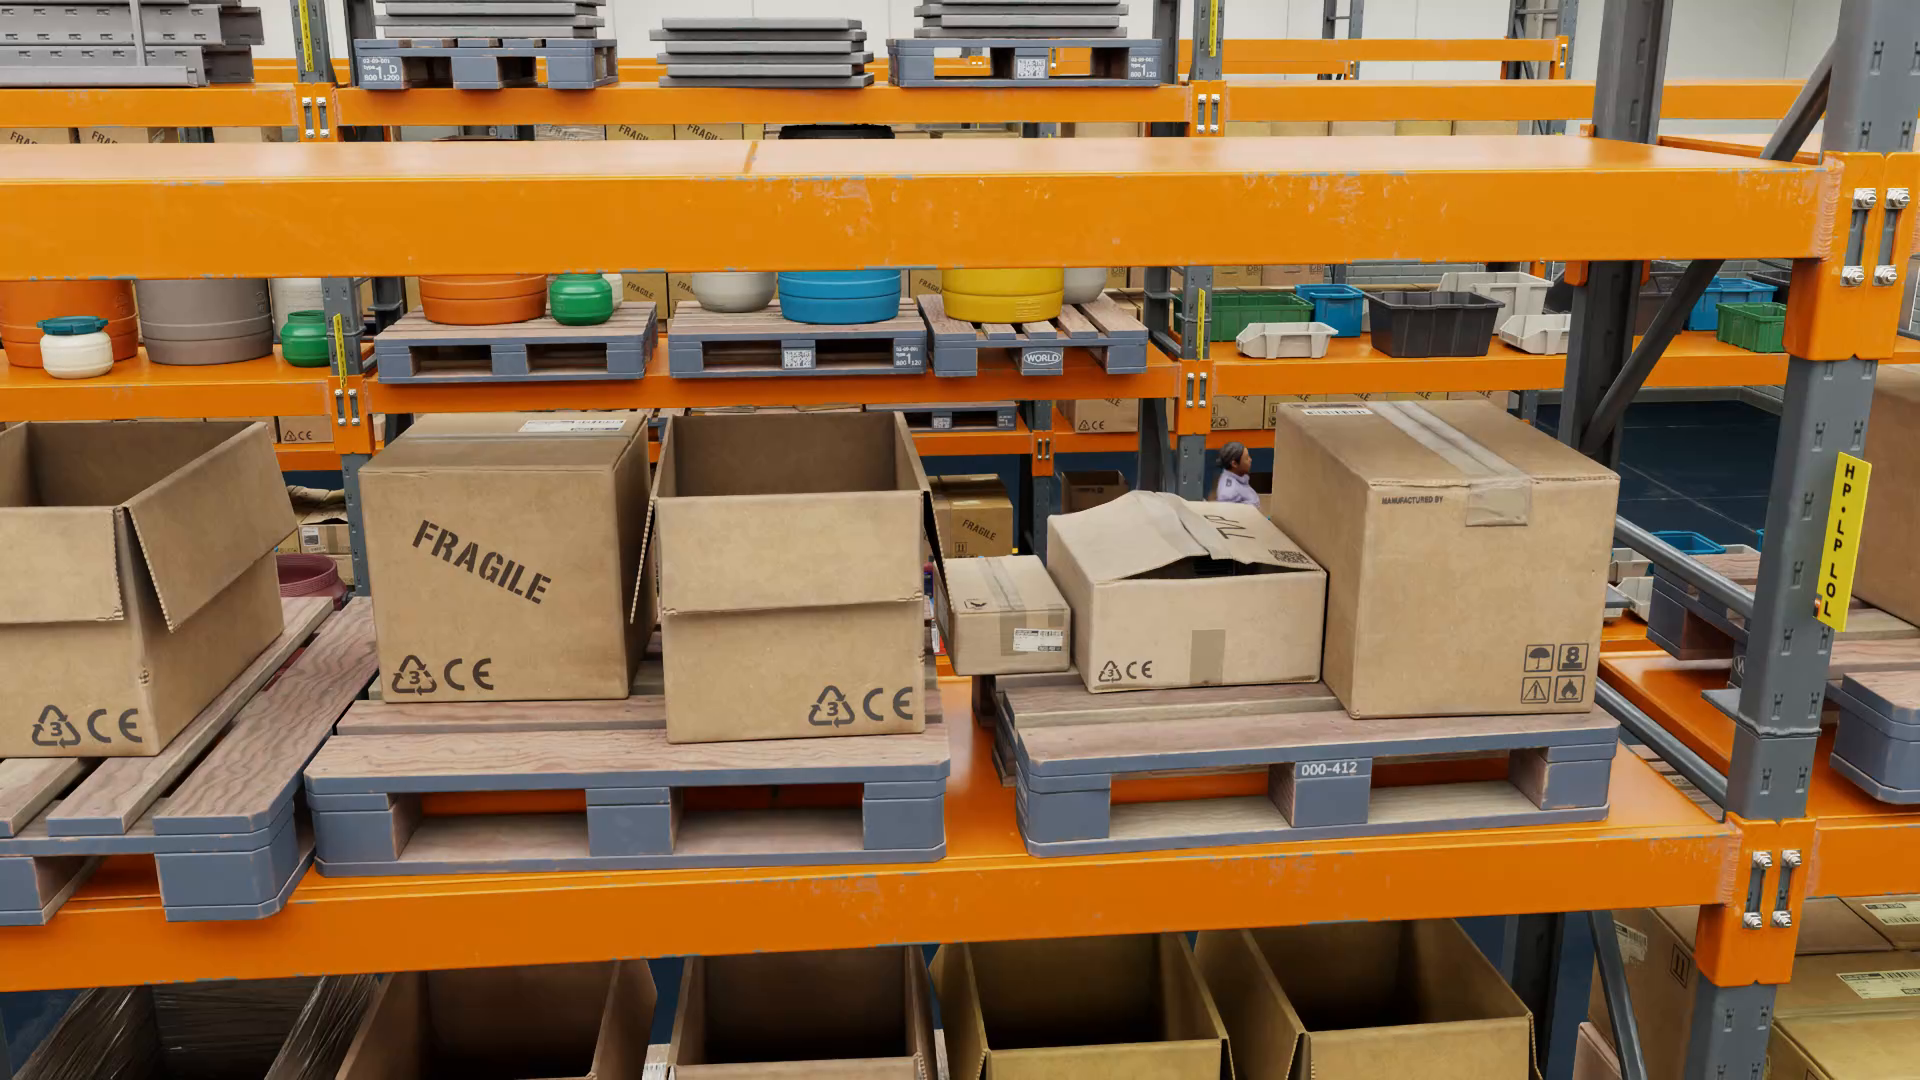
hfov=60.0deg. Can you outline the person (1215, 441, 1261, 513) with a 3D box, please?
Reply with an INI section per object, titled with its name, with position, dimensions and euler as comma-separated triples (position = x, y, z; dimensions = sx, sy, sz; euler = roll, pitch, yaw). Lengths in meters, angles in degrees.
[person]
position = 1.914, 0.100, 11.661
dimensions = 0.486, 1.636, 0.477
euler = 4, 17, 13
